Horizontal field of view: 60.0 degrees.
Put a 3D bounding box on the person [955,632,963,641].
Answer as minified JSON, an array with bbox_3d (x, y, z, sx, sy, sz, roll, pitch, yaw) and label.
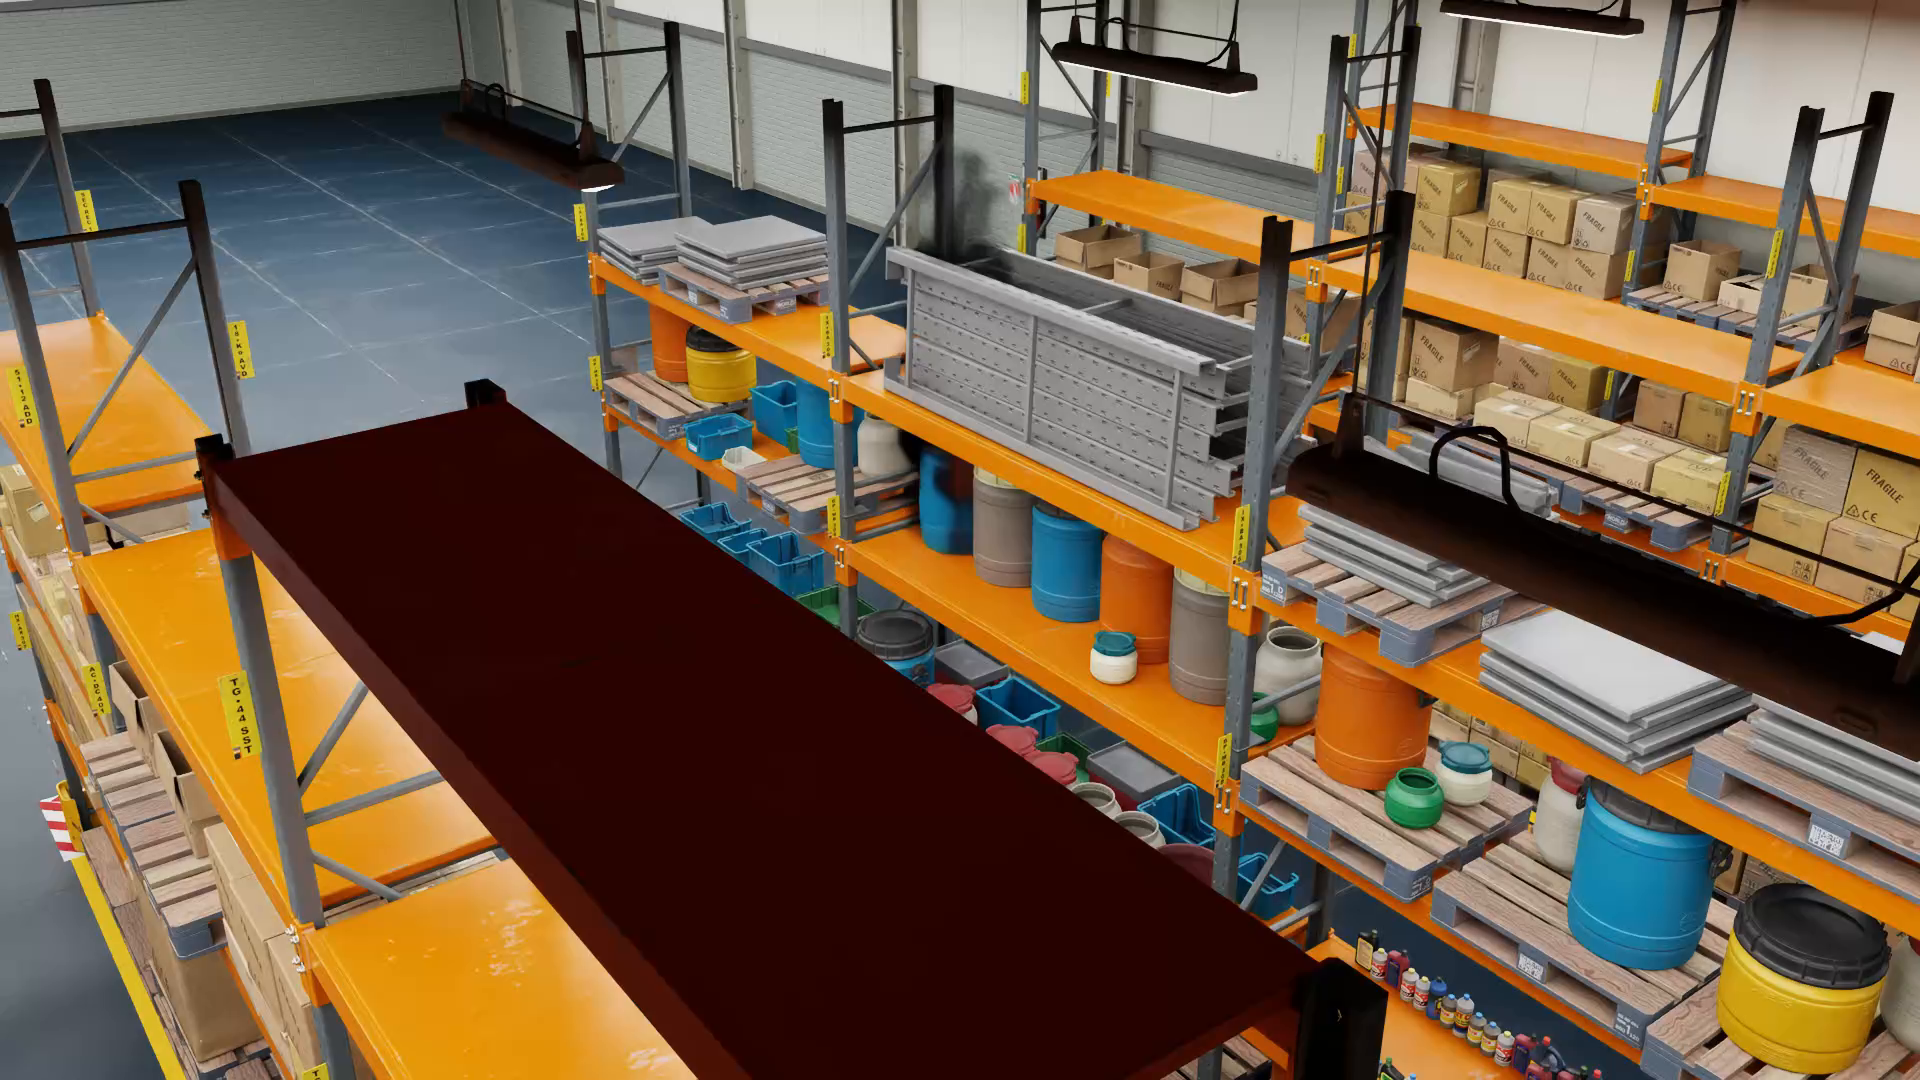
[{"bbox_3d":[0.099,0.829,15.315,0.615,1.561,0.842,-13,28,-26],"label":"person"}]
